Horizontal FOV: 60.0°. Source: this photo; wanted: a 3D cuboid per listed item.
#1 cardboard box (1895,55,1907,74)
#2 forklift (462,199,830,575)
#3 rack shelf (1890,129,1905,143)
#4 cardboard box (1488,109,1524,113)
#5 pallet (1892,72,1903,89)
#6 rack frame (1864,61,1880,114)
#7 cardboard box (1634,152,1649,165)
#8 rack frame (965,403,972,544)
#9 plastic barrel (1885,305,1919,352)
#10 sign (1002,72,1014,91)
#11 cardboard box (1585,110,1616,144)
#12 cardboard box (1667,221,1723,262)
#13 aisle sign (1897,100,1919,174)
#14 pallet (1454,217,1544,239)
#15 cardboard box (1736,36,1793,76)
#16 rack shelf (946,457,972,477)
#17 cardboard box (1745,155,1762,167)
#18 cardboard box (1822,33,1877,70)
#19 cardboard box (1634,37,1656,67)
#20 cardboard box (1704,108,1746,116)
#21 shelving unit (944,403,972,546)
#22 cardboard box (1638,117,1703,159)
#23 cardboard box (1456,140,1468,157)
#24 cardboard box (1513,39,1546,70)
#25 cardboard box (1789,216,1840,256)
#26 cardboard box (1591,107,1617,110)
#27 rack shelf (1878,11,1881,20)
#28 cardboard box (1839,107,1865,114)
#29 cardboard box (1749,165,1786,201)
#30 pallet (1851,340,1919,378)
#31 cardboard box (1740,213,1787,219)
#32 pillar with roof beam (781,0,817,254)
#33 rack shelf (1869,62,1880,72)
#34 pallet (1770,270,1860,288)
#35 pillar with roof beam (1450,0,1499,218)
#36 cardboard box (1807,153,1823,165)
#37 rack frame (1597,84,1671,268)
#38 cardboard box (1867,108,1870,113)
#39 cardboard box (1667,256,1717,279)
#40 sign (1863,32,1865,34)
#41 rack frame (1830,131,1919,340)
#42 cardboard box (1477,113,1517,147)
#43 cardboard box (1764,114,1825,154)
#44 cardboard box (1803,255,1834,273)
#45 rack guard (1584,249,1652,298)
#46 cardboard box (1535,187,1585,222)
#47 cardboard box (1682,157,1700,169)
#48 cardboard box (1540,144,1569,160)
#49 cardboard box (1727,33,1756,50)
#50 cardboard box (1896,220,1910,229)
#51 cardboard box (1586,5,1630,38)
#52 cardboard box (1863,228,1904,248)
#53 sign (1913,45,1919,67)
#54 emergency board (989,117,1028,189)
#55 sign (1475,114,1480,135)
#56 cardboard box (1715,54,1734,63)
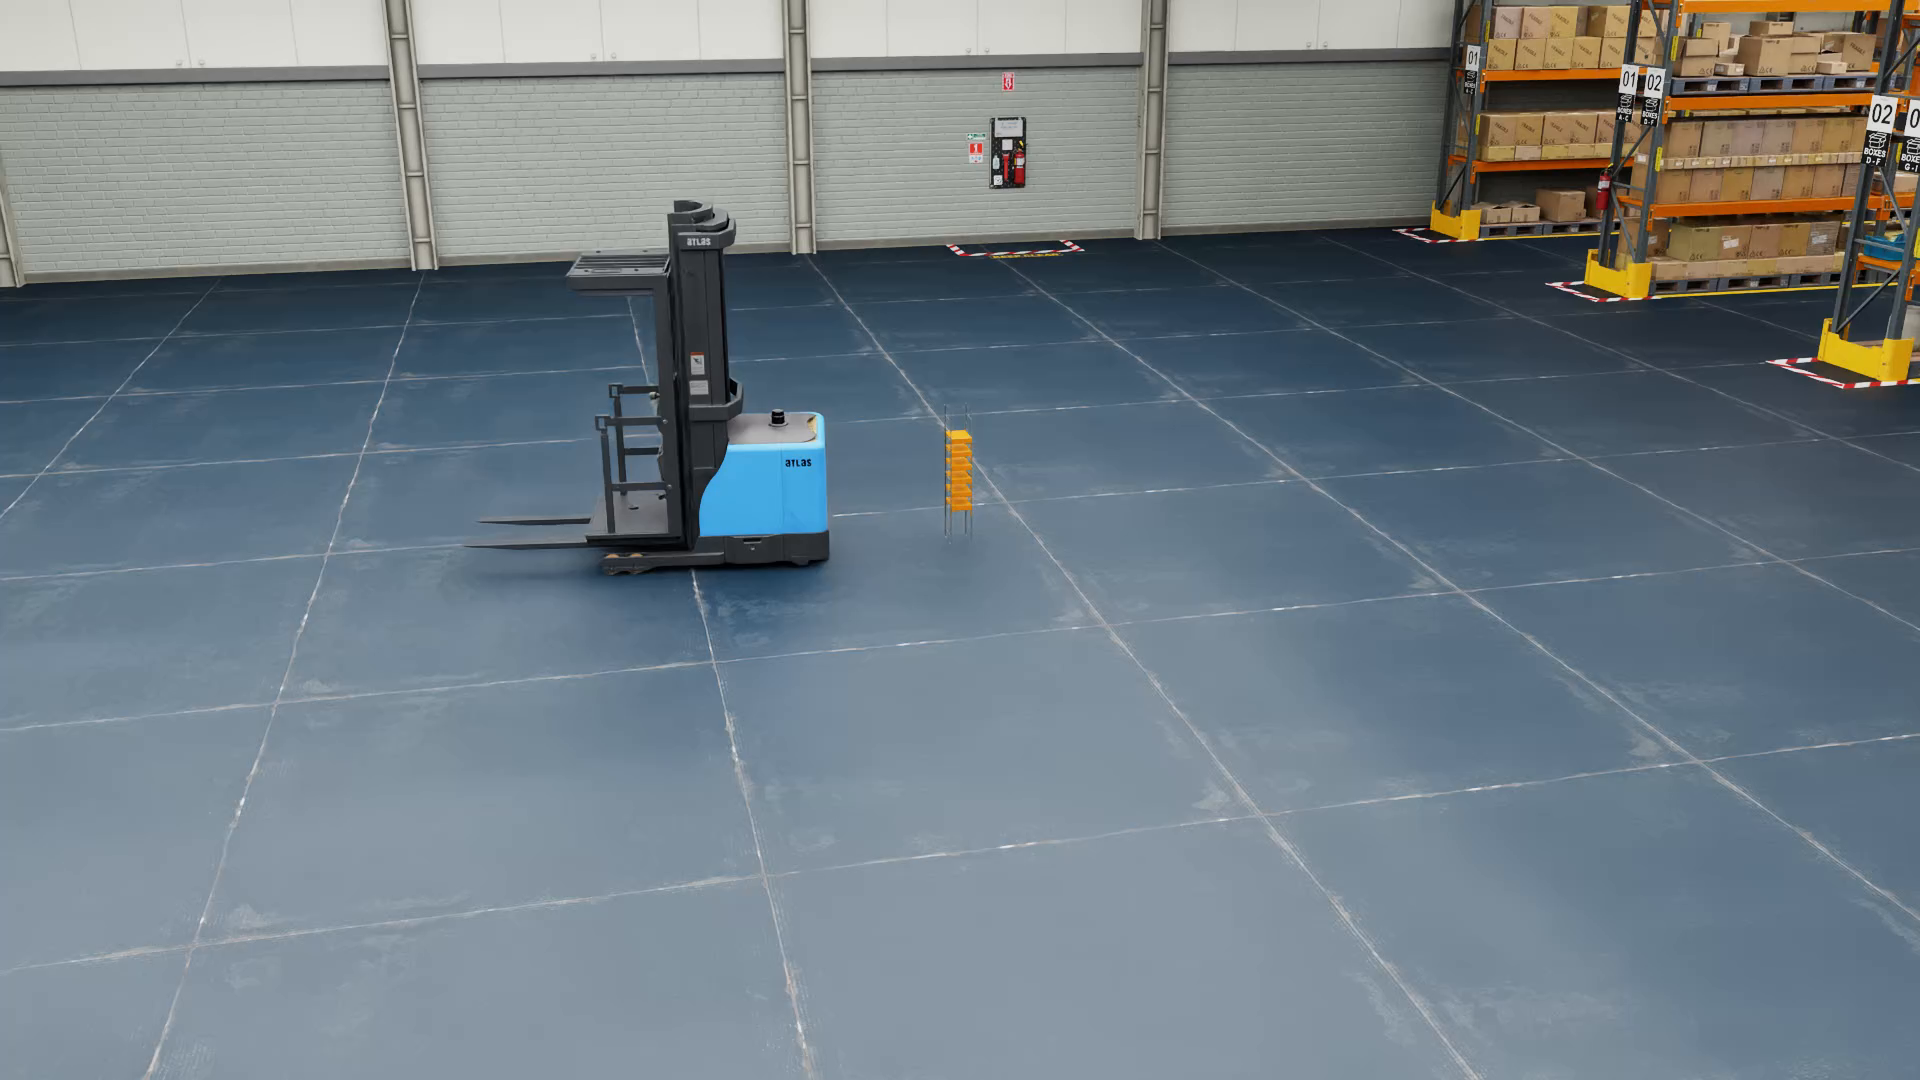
[{"bbox_3d":[14.238,-7.018,24.580,0.500,0.250,0.500,-3,20,-7],"label":"cardboard box"},{"bbox_3d":[-2.641,-1.279,13.768,3.031,2.935,1.130,-2,20,-5],"label":"forklift"},{"bbox_3d":[12.826,-4.691,19.667,4.000,0.370,1.077,-5,21,-12],"label":"rack shelf"},{"bbox_3d":[9.502,-7.214,28.969,0.500,0.500,0.500,-4,21,-12],"label":"cardboard box"},{"bbox_3d":[14.492,-6.830,24.738,1.217,0.209,0.805,-5,21,-15],"label":"pallet"},{"bbox_3d":[16.385,-7.412,30.408,0.127,3.000,1.000,-5,21,-12],"label":"rack frame"},{"bbox_3d":[10.072,-5.566,24.282,0.250,0.149,0.380,-5,21,-13],"label":"cardboard box"},{"bbox_3d":[0.075,-0.569,14.347,0.006,1.200,0.240,-5,21,-12],"label":"rack frame"},{"bbox_3d":[11.503,-2.569,20.195,0.421,0.512,0.421,0,20,0],"label":"plastic barrel"},{"bbox_3d":[0.799,-7.587,27.517,0.199,0.298,0.001,-5,21,-12],"label":"sign"},{"bbox_3d":[11.127,-7.167,28.841,0.500,0.500,0.500,-5,21,-14],"label":"cardboard box"},{"bbox_3d":[10.803,-4.387,24.448,0.500,0.500,0.500,-5,21,-12],"label":"cardboard box"},{"bbox_3d":[10.877,-4.579,18.897,0.004,0.787,0.394,-5,21,-12],"label":"aisle sign"},{"bbox_3d":[9.473,-5.528,29.319,1.213,0.211,1.003,-5,21,-12],"label":"pallet"},{"bbox_3d":[11.423,-6.879,23.634,0.500,0.500,0.500,-5,21,-12],"label":"cardboard box"},{"bbox_3d":[-0.014,-0.633,14.301,0.180,0.103,0.258,-5,21,-12],"label":"rack shelf"},{"bbox_3d":[11.428,-5.534,24.193,0.250,0.149,0.380,-5,21,-13],"label":"cardboard box"},{"bbox_3d":[13.085,-7.204,24.521,0.500,0.500,0.500,-3,20,-8],"label":"cardboard box"},{"bbox_3d":[11.563,-8.401,28.575,0.500,0.500,0.500,-6,21,-17],"label":"cardboard box"},{"bbox_3d":[13.541,-7.419,29.644,0.500,0.500,0.700,-3,20,-7],"label":"cardboard box"},{"bbox_3d":[-0.014,-0.562,14.327,0.189,1.200,0.258,-5,21,-12],"label":"shelving unit"},{"bbox_3d":[10.252,-5.814,24.014,0.500,0.500,0.700,-5,21,-12],"label":"cardboard box"},{"bbox_3d":[9.010,-6.819,28.980,0.500,0.250,0.500,-4,21,-12],"label":"cardboard box"},{"bbox_3d":[9.514,-8.217,28.071,0.500,0.500,0.500,-3,20,-9],"label":"cardboard box"},{"bbox_3d":[12.746,-4.550,24.893,0.500,0.500,0.500,-5,21,-12],"label":"cardboard box"},{"bbox_3d":[11.483,-7.379,29.419,0.500,0.500,0.500,-5,21,-13],"label":"cardboard box"},{"bbox_3d":[15.583,-7.887,24.611,4.000,0.370,1.077,-5,21,-12],"label":"rack shelf"},{"bbox_3d":[15.930,-7.625,30.205,0.500,0.500,0.700,-7,21,-19],"label":"cardboard box"},{"bbox_3d":[11.707,-5.324,24.563,0.500,0.500,0.700,-4,21,-11],"label":"cardboard box"},{"bbox_3d":[11.735,-2.237,20.337,1.213,0.211,1.003,-5,21,-12],"label":"pallet"},{"bbox_3d":[12.140,-4.684,25.260,0.500,0.500,0.500,-5,21,-12],"label":"cardboard box"},{"bbox_3d":[-1.605,-7.549,22.063,0.400,9.000,9.100,-5,21,-12],"label":"pillar with roof beam"},{"bbox_3d":[14.439,-8.324,29.584,4.000,0.370,1.077,-5,21,-12],"label":"rack shelf"},{"bbox_3d":[12.853,-4.079,25.364,1.213,0.211,1.003,-5,21,-12],"label":"pallet"},{"bbox_3d":[10.073,-8.499,24.656,0.400,9.000,9.100,-5,21,-12],"label":"pillar with roof beam"},{"bbox_3d":[12.430,-5.615,24.417,0.250,0.149,0.380,-5,21,-13],"label":"cardboard box"},{"bbox_3d":[9.744,-5.121,24.154,0.127,3.000,1.000,-5,21,-12],"label":"rack frame"},{"bbox_3d":[16.784,-7.733,30.680,0.500,0.500,0.500,-5,21,-12],"label":"cardboard box"},{"bbox_3d":[10.802,-4.035,24.579,0.500,0.250,0.500,-5,21,-12],"label":"cardboard box"},{"bbox_3d":[13.502,-7.417,24.853,0.005,0.325,0.100,-5,21,-12],"label":"sign"},{"bbox_3d":[10.880,-3.462,19.627,0.127,3.000,1.000,-5,21,-12],"label":"rack frame"},{"bbox_3d":[9.134,-7.007,28.402,0.500,0.500,0.500,-5,21,-12],"label":"cardboard box"},{"bbox_3d":[12.227,-5.976,24.458,0.500,0.500,0.700,-5,21,-12],"label":"cardboard box"},{"bbox_3d":[12.746,-4.197,25.020,0.500,0.250,0.500,-5,21,-12],"label":"cardboard box"},{"bbox_3d":[9.720,-3.945,24.579,0.348,0.500,1.175,-5,21,-12],"label":"rack guard"},{"bbox_3d":[10.574,-5.922,29.337,0.500,0.500,0.700,-6,21,-16],"label":"cardboard box"},{"bbox_3d":[10.431,-5.453,23.973,0.250,0.149,0.380,-5,21,-14],"label":"cardboard box"},{"bbox_3d":[10.147,-6.734,28.747,0.500,0.250,0.500,-5,21,-13],"label":"cardboard box"},{"bbox_3d":[13.643,-8.724,29.149,0.500,0.311,0.500,-4,20,-11],"label":"cardboard box"},{"bbox_3d":[14.956,-4.817,25.896,0.500,0.311,0.500,-5,21,-13],"label":"cardboard box"},{"bbox_3d":[11.031,-8.807,28.229,0.500,0.500,0.500,-5,21,-14],"label":"cardboard box"},{"bbox_3d":[14.096,-4.556,25.184,0.500,0.311,0.500,-5,21,-12],"label":"cardboard box"},{"bbox_3d":[13.766,-6.940,23.893,0.005,0.325,0.100,-5,21,-12],"label":"sign"},{"bbox_3d":[0.830,-6.466,27.826,0.643,1.169,0.194,-5,21,-12],"label":"emergency board"},{"bbox_3d":[8.725,-7.003,28.035,0.005,0.325,0.100,-5,21,-12],"label":"sign"},{"bbox_3d":[10.804,-6.901,24.057,0.500,0.250,0.500,-5,21,-12],"label":"cardboard box"}]
